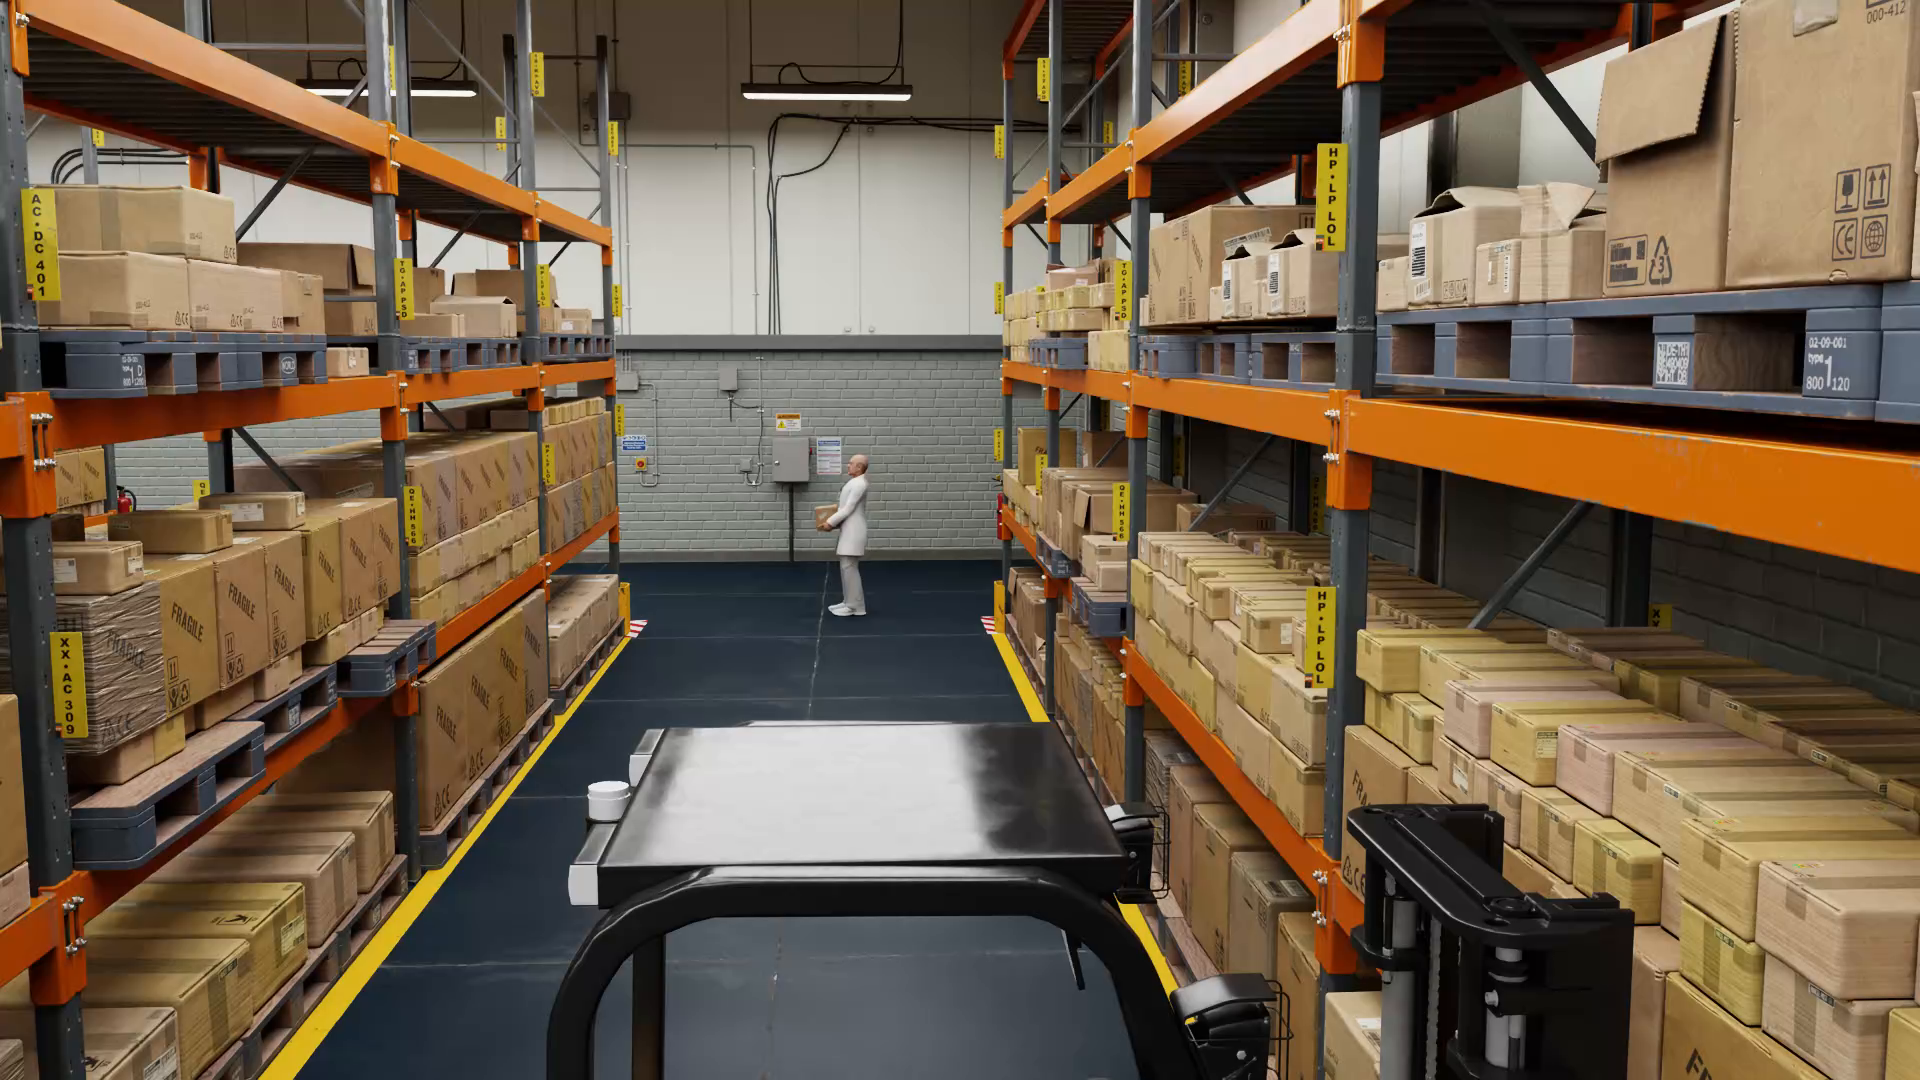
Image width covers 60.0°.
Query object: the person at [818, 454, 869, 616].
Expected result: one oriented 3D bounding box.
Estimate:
[{"bbox_3d":[-1.282,-0.060,18.337,0.563,1.769,0.527,0,7,-3],"label":"person"}]
